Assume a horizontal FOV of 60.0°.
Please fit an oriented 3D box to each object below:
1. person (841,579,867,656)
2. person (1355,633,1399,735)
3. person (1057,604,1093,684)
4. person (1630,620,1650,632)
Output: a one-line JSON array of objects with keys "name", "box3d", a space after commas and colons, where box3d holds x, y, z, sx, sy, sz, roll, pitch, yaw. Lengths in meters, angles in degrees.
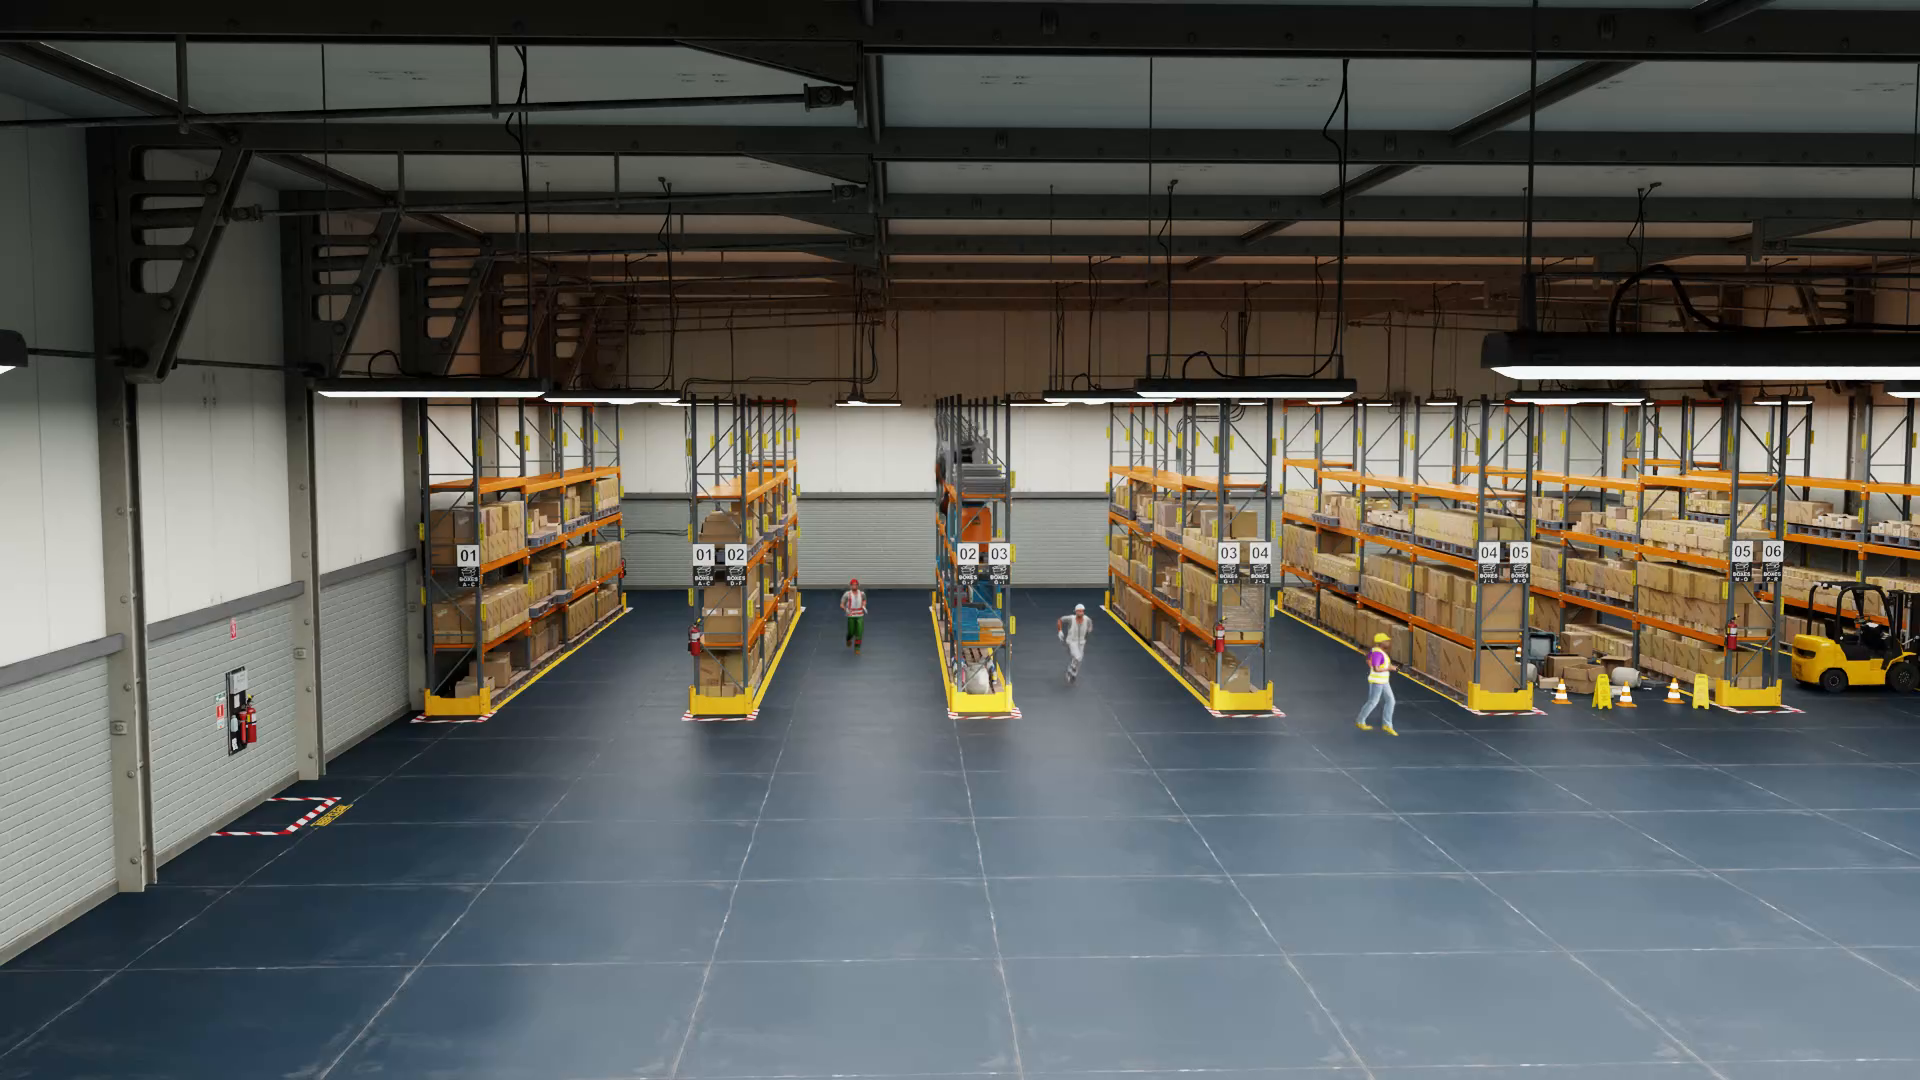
[{"name": "person", "box3d": [-2.460, 1.788, 38.870, 0.657, 1.771, 0.863, -1, 5, -18]}, {"name": "person", "box3d": [7.345, 2.551, 29.262, 0.774, 1.835, 0.661, 3, 5, 30]}, {"name": "person", "box3d": [2.392, 2.148, 34.258, 0.642, 1.700, 0.884, -2, 5, -24]}, {"name": "person", "box3d": [16.999, 1.636, 41.442, 0.586, 1.701, 0.864, -1, 5, -10]}]
